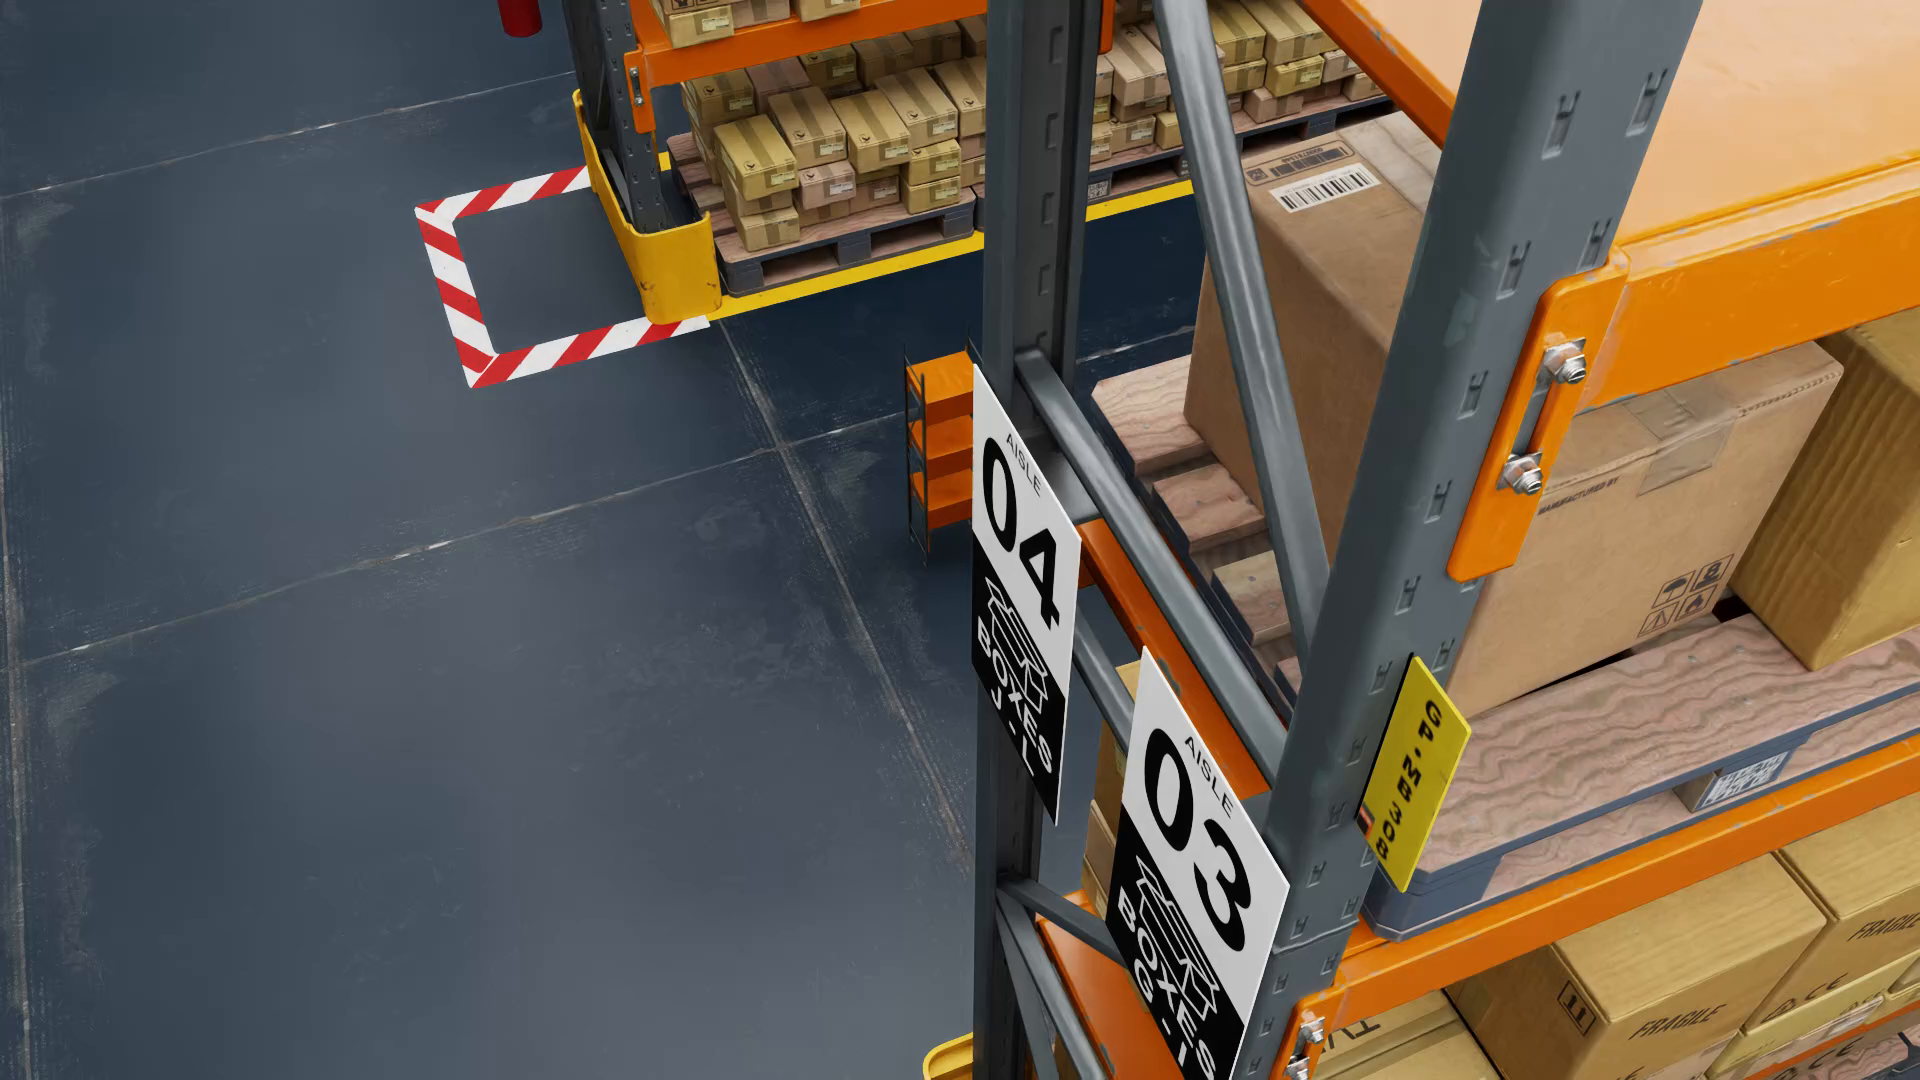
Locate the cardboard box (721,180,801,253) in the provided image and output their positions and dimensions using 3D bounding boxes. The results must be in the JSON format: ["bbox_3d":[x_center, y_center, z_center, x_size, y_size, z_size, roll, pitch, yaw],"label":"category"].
[{"bbox_3d":[-0.898,-1.491,7.497,0.250,0.149,0.380,-16,51,-14],"label":"cardboard box"}]

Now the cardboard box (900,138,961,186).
[{"bbox_3d":[-0.175,-1.801,7.567,0.250,0.149,0.380,-16,51,-13],"label":"cardboard box"}]

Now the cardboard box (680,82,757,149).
[{"bbox_3d":[-1.123,-2.015,7.750,0.250,0.149,0.380,-18,52,-15],"label":"cardboard box"}]

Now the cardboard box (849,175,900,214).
[{"bbox_3d":[-0.459,-1.700,7.676,0.250,0.149,0.380,-17,51,-14],"label":"cardboard box"}]

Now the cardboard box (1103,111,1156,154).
[{"bbox_3d":[0.740,-2.037,7.965,0.250,0.149,0.380,-16,51,-14],"label":"cardboard box"}]

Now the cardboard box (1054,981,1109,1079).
[{"bbox_3d":[0.840,1.470,4.475,0.875,0.875,0.875,-17,52,-14],"label":"cardboard box"}]

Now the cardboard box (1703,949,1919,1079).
[{"bbox_3d":[1.770,0.863,3.775,0.500,0.250,0.500,-19,52,-15],"label":"cardboard box"}]

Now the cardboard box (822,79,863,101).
[{"bbox_3d":[-0.643,-2.165,7.879,0.250,0.149,0.380,-19,52,-16],"label":"cardboard box"}]

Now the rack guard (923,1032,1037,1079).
[{"bbox_3d":[0.256,1.976,4.564,0.348,0.500,1.175,-17,52,-14],"label":"rack guard"}]

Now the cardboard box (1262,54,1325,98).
[{"bbox_3d":[1.540,-2.321,8.013,0.250,0.149,0.380,-19,52,-16],"label":"cardboard box"}]

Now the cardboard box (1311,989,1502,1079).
[{"bbox_3d":[0.824,1.159,3.521,0.500,0.250,0.500,-18,52,-15],"label":"cardboard box"}]

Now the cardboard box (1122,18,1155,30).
[{"bbox_3d":[0.816,-2.562,8.220,0.250,0.149,0.380,-15,51,-13],"label":"cardboard box"}]

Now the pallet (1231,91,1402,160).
[{"bbox_3d":[1.591,-2.379,8.495,1.213,0.211,1.003,-17,52,-14],"label":"pallet"}]

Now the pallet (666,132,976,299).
[{"bbox_3d":[-0.668,-1.679,7.894,1.213,0.211,1.003,-17,52,-14],"label":"pallet"}]

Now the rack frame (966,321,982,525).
[{"bbox_3d":[0.063,-0.362,6.209,0.008,1.050,0.200,-17,52,-14],"label":"rack frame"}]

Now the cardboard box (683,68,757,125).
[{"bbox_3d":[-1.110,-2.090,7.618,0.250,0.149,0.380,-17,51,-14],"label":"cardboard box"}]

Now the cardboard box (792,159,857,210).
[{"bbox_3d":[-0.647,-1.672,7.455,0.250,0.149,0.380,-17,52,-14],"label":"cardboard box"}]

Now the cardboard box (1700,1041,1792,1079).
[{"bbox_3d":[1.682,1.070,3.860,0.250,0.149,0.380,-18,52,-15],"label":"cardboard box"}]

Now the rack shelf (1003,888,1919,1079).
[{"bbox_3d":[2.129,0.815,4.388,4.000,0.370,1.077,-17,52,-14],"label":"rack shelf"}]

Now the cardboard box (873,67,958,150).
[{"bbox_3d":[-0.201,-1.947,7.495,0.250,0.149,0.380,-20,52,-16],"label":"cardboard box"}]

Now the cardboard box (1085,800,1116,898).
[{"bbox_3d":[0.626,0.781,3.845,0.500,0.250,0.500,-18,52,-15],"label":"cardboard box"}]

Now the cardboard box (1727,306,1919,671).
[{"bbox_3d":[1.306,-0.288,2.475,0.500,0.500,0.700,-19,52,-16],"label":"cardboard box"}]

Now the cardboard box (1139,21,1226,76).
[{"bbox_3d":[1.033,-2.282,7.784,0.250,0.149,0.380,-20,52,-16],"label":"cardboard box"}]

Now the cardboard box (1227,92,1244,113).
[{"bbox_3d":[1.183,-2.234,8.135,0.250,0.149,0.380,-18,52,-15],"label":"cardboard box"}]

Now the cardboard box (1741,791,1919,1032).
[{"bbox_3d":[1.765,0.618,3.491,0.500,0.500,0.500,-18,52,-15],"label":"cardboard box"}]

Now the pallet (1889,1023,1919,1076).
[{"bbox_3d":[3.247,1.079,5.525,1.213,0.211,1.003,-17,52,-14],"label":"pallet"}]

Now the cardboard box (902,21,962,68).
[{"bbox_3d":[-0.172,-2.431,7.911,0.250,0.149,0.380,-15,51,-13],"label":"cardboard box"}]

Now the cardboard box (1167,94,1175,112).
[{"bbox_3d":[1.043,-2.231,7.936,0.250,0.149,0.380,-16,51,-13],"label":"cardboard box"}]

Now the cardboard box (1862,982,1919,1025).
[{"bbox_3d":[2.155,0.924,3.985,0.250,0.149,0.380,-18,52,-15],"label":"cardboard box"}]

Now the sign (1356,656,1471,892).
[{"bbox_3d":[0.482,0.258,1.786,0.005,0.325,0.100,-17,52,-14],"label":"sign"}]

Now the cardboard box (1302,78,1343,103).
[{"bbox_3d":[1.693,-2.346,8.230,0.250,0.149,0.380,-16,51,-13],"label":"cardboard box"}]

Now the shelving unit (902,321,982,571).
[{"bbox_3d":[-0.050,-0.327,6.179,0.252,1.050,0.215,-17,52,-14],"label":"shelving unit"}]

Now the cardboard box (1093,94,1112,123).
[{"bbox_3d":[0.524,-2.122,7.842,0.250,0.149,0.380,-15,51,-13],"label":"cardboard box"}]

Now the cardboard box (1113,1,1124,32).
[{"bbox_3d":[0.589,-2.567,8.028,0.250,0.149,0.380,-19,52,-16],"label":"cardboard box"}]

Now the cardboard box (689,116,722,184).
[{"bbox_3d":[-1.096,-1.863,7.816,0.250,0.149,0.380,-16,51,-14],"label":"cardboard box"}]

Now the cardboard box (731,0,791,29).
[{"bbox_3d":[-0.860,-2.241,6.703,0.250,0.149,0.380,-16,51,-13],"label":"cardboard box"}]

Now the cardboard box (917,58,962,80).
[{"bbox_3d":[-0.168,-2.323,8.014,0.250,0.149,0.380,-17,51,-14],"label":"cardboard box"}]

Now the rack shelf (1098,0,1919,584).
[{"bbox_3d":[2.129,-1.009,2.263,4.000,0.370,1.077,-17,52,-14],"label":"rack shelf"}]

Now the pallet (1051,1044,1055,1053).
[{"bbox_3d":[0.989,1.779,4.924,1.213,0.211,1.003,-17,52,-14],"label":"pallet"}]

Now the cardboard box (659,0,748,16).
[{"bbox_3d":[-0.984,-2.422,6.432,0.500,0.500,0.500,-15,51,-13],"label":"cardboard box"}]

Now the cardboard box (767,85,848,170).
[{"bbox_3d":[-0.681,-1.835,7.400,0.250,0.149,0.380,-16,51,-14],"label":"cardboard box"}]

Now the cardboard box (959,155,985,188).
[{"bbox_3d":[0.019,-1.836,7.793,0.250,0.149,0.380,-17,51,-14],"label":"cardboard box"}]

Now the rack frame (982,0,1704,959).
[{"bbox_3d":[0.278,-0.800,1.346,0.127,3.000,1.000,-17,52,-14],"label":"rack frame"}]

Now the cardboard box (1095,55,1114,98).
[{"bbox_3d":[0.517,-2.202,7.715,0.250,0.149,0.380,-17,51,-14],"label":"cardboard box"}]

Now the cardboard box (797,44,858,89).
[{"bbox_3d":[-0.664,-2.285,7.786,0.250,0.149,0.380,-18,52,-15],"label":"cardboard box"}]

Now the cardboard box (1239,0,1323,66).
[{"bbox_3d":[1.519,-2.445,7.923,0.250,0.149,0.380,-18,52,-15],"label":"cardboard box"}]

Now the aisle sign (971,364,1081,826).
[{"bbox_3d":[0.098,0.118,2.799,0.004,0.787,0.394,-17,52,-14],"label":"aisle sign"}]

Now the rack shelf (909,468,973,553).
[{"bbox_3d":[-0.050,-0.139,6.398,0.240,0.259,0.215,-17,52,-14],"label":"rack shelf"}]
